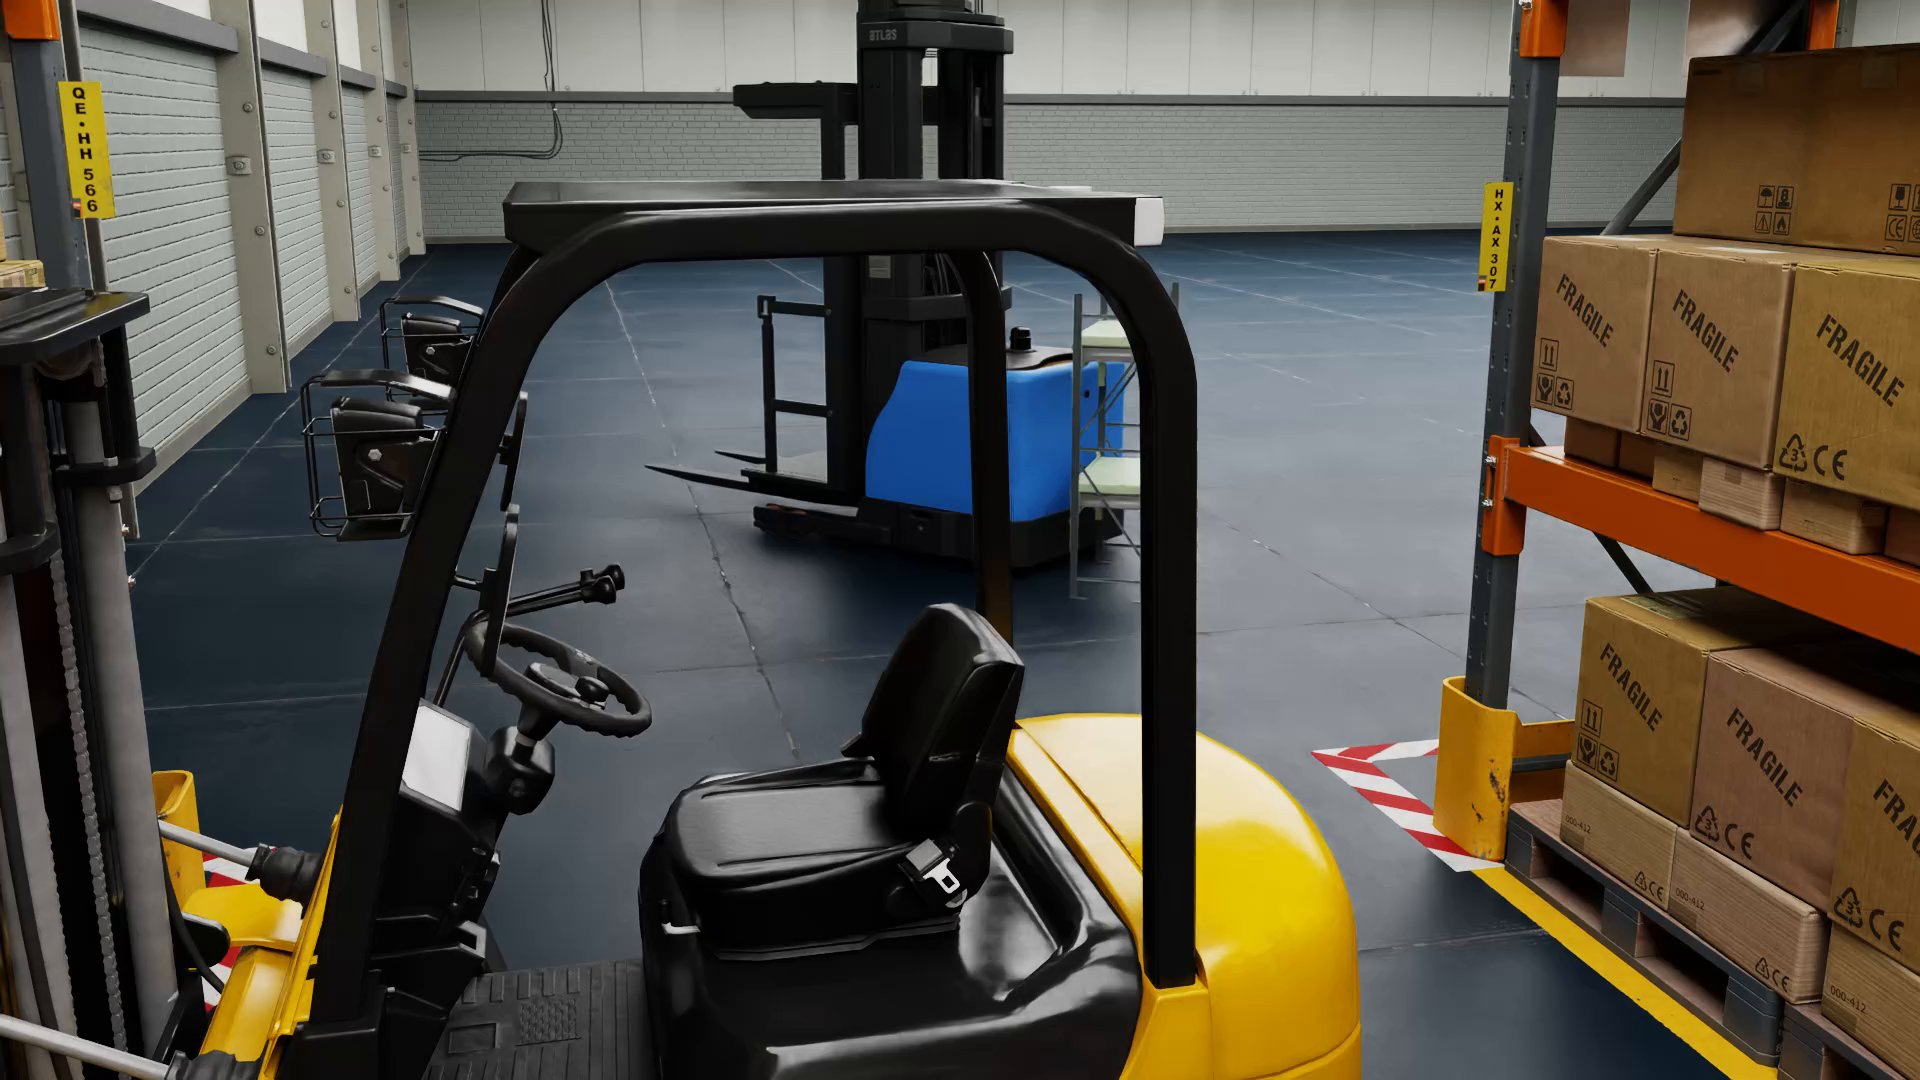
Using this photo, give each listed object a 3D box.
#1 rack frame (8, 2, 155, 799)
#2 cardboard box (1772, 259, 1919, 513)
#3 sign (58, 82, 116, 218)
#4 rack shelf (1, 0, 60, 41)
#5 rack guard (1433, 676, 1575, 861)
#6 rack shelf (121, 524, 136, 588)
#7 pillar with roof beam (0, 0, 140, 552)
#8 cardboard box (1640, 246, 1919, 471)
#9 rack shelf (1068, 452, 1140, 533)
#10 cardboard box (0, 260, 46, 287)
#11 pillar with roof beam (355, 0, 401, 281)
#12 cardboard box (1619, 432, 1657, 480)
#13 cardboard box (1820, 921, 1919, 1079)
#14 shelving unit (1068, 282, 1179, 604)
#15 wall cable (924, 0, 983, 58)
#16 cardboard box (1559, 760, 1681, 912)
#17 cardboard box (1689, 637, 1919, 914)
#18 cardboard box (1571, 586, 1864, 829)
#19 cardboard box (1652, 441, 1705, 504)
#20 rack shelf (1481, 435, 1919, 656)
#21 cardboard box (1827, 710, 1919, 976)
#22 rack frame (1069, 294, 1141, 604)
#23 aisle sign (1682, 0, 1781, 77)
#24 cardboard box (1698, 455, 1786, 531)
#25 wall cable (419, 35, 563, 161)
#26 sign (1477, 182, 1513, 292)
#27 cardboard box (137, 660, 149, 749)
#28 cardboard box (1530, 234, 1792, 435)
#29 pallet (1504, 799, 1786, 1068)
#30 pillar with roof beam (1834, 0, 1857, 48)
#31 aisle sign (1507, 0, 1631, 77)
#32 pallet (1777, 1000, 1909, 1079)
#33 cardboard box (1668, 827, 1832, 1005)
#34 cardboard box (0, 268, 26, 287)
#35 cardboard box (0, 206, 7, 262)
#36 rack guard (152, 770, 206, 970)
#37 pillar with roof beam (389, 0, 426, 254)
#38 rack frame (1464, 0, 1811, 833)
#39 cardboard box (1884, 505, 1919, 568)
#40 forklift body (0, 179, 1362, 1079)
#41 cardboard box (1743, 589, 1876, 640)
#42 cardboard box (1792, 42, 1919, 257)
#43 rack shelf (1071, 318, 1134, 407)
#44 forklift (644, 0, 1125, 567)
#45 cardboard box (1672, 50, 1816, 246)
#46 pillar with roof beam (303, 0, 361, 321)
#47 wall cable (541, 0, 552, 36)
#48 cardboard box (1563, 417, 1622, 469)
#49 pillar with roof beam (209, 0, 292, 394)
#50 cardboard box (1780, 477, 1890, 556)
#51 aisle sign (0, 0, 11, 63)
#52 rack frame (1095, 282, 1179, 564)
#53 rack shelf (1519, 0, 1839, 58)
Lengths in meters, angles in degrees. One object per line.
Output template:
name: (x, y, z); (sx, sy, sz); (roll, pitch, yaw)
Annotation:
rack frame: (-2.672, -0.250, 4.129); (1.000, 3.000, 0.127); (-3, 14, -13)
cardboard box: (2.239, -0.359, 3.738); (0.500, 0.500, 0.500); (-4, 14, -14)
sign: (-2.141, -0.954, 4.074); (0.100, 0.325, 0.005); (-3, 14, -13)
rack shelf: (-2.202, -0.896, 1.970); (1.077, 0.370, 4.000); (-3, 14, -13)
rack guard: (2.170, 0.705, 5.490); (1.175, 0.500, 0.348); (-3, 14, -13)
rack shelf: (-2.202, 0.561, 2.326); (1.077, 0.370, 4.000); (-3, 14, -13)
pillar with roof beam: (-0.609, -4.577, 9.201); (9.100, 9.000, 0.400); (-3, 14, -13)
cardboard box: (2.118, -0.476, 4.219); (0.500, 0.500, 0.500); (-3, 14, -11)
rack shelf: (0.830, -0.194, 8.436); (0.431, 0.370, 0.720); (4, 14, 14)
cardboard box: (-2.318, -0.549, 3.776); (0.380, 0.149, 0.250); (-3, 14, -12)
pillar with roof beam: (-4.836, -8.730, 26.198); (9.100, 9.000, 0.400); (-3, 14, -13)
cardboard box: (2.104, -0.258, 4.691); (0.380, 0.149, 0.250); (-3, 14, -12)
cardboard box: (2.326, 1.049, 3.720); (0.500, 0.250, 0.500); (-2, 14, -9)
shelving unit: (0.830, -0.511, 8.358); (0.431, 1.500, 0.755); (4, 14, 14)
wall cable: (-0.605, -12.805, 35.712); (2.305, 6.003, 0.169); (-3, 14, -13)
cardboard box: (2.073, 0.806, 4.716); (0.500, 0.250, 0.500); (-3, 14, -14)
cardboard box: (2.206, 0.568, 4.112); (0.500, 0.500, 0.500); (-4, 14, -15)
cardboard box: (2.079, 0.447, 4.605); (0.500, 0.500, 0.500); (-4, 14, -15)
cardboard box: (2.087, -0.192, 4.422); (0.380, 0.149, 0.250); (-4, 14, -15)
rack shelf: (2.622, 0.284, 3.462); (1.077, 0.370, 4.000); (-3, 14, -13)
cardboard box: (2.316, 0.684, 3.637); (0.500, 0.500, 0.500); (-3, 14, -12)
rack frame: (0.738, -0.427, 8.014); (0.400, 1.500, 0.023); (4, 14, 14)
aisle sign: (2.419, -1.821, 5.081); (0.394, 0.787, 0.004); (-3, 14, -13)
cardboard box: (2.102, -0.131, 4.172); (0.380, 0.149, 0.250); (-3, 14, -12)
wall cable: (-9.837, -9.119, 34.333); (3.097, 2.526, 0.112); (-3, 14, -13)
sign: (1.625, -0.917, 5.038); (0.100, 0.325, 0.005); (-3, 14, -13)
cardboard box: (-2.261, 0.485, 3.923); (0.500, 0.250, 0.500); (-3, 14, -11)
cardboard box: (1.994, -0.596, 4.707); (0.500, 0.500, 0.500); (-4, 14, -14)
pallet: (2.326, 1.034, 4.749); (1.003, 0.211, 1.213); (-3, 14, -13)
pillar with roof beam: (16.004, -11.390, 37.086); (9.100, 9.000, 0.400); (-3, 14, -13)
aisle sign: (1.836, -1.787, 4.944); (0.394, 0.787, 0.004); (-3, 14, -13)
pallet: (2.609, 1.315, 3.599); (1.003, 0.211, 1.213); (-3, 14, -13)
cardboard box: (2.185, 0.924, 4.233); (0.500, 0.250, 0.500); (-3, 14, -11)
cardboard box: (-2.229, -0.492, 3.542); (0.380, 0.149, 0.250); (-3, 14, -12)
cardboard box: (-2.383, -0.687, 3.714); (0.380, 0.149, 0.250); (-3, 14, -13)
rack guard: (-2.678, 0.959, 4.448); (1.175, 0.500, 0.348); (-3, 14, -13)
pillar with roof beam: (-6.246, -10.114, 31.864); (9.100, 9.000, 0.400); (-3, 14, -13)
rack frame: (2.152, -0.527, 5.265); (1.000, 3.000, 0.127); (-3, 14, -13)
cardboard box: (2.316, -0.016, 3.700); (0.380, 0.149, 0.250); (-3, 14, -11)
forklift body: (-0.453, 0.498, 2.855); (2.313, 2.155, 1.214); (-3, 14, -13)
cardboard box: (2.594, 0.411, 4.755); (0.500, 0.500, 0.500); (-3, 14, -13)
cardboard box: (2.596, -0.983, 4.187); (0.700, 0.500, 0.500); (-3, 14, -13)
rack shelf: (0.831, -0.890, 8.265); (0.431, 0.370, 0.720); (4, 14, 14)
forklift: (-0.567, -1.519, 9.469); (3.031, 2.935, 1.130); (10, 17, 36)
cardboard box: (2.484, -1.100, 4.666); (0.700, 0.500, 0.500); (-4, 14, -15)
pillar with roof beam: (-3.427, -7.346, 20.532); (9.100, 9.000, 0.400); (-3, 14, -13)
wall cable: (-7.207, -11.723, 34.351); (3.097, 2.526, 0.112); (-3, 14, -13)
cardboard box: (2.031, -0.315, 4.927); (0.380, 0.149, 0.250); (-3, 14, -13)
pillar with roof beam: (-2.018, -5.961, 14.867); (9.100, 9.000, 0.400); (-3, 14, -13)
cardboard box: (2.196, -0.073, 3.936); (0.380, 0.149, 0.250); (-3, 14, -12)
aisle sign: (-2.402, -1.544, 3.949); (0.394, 0.787, 0.004); (-3, 14, -13)
rack frame: (0.923, -0.595, 8.702); (0.400, 1.500, 0.023); (4, 14, 14)
rack shelf: (2.622, -1.174, 3.106); (1.077, 0.370, 4.000); (-3, 14, -13)
